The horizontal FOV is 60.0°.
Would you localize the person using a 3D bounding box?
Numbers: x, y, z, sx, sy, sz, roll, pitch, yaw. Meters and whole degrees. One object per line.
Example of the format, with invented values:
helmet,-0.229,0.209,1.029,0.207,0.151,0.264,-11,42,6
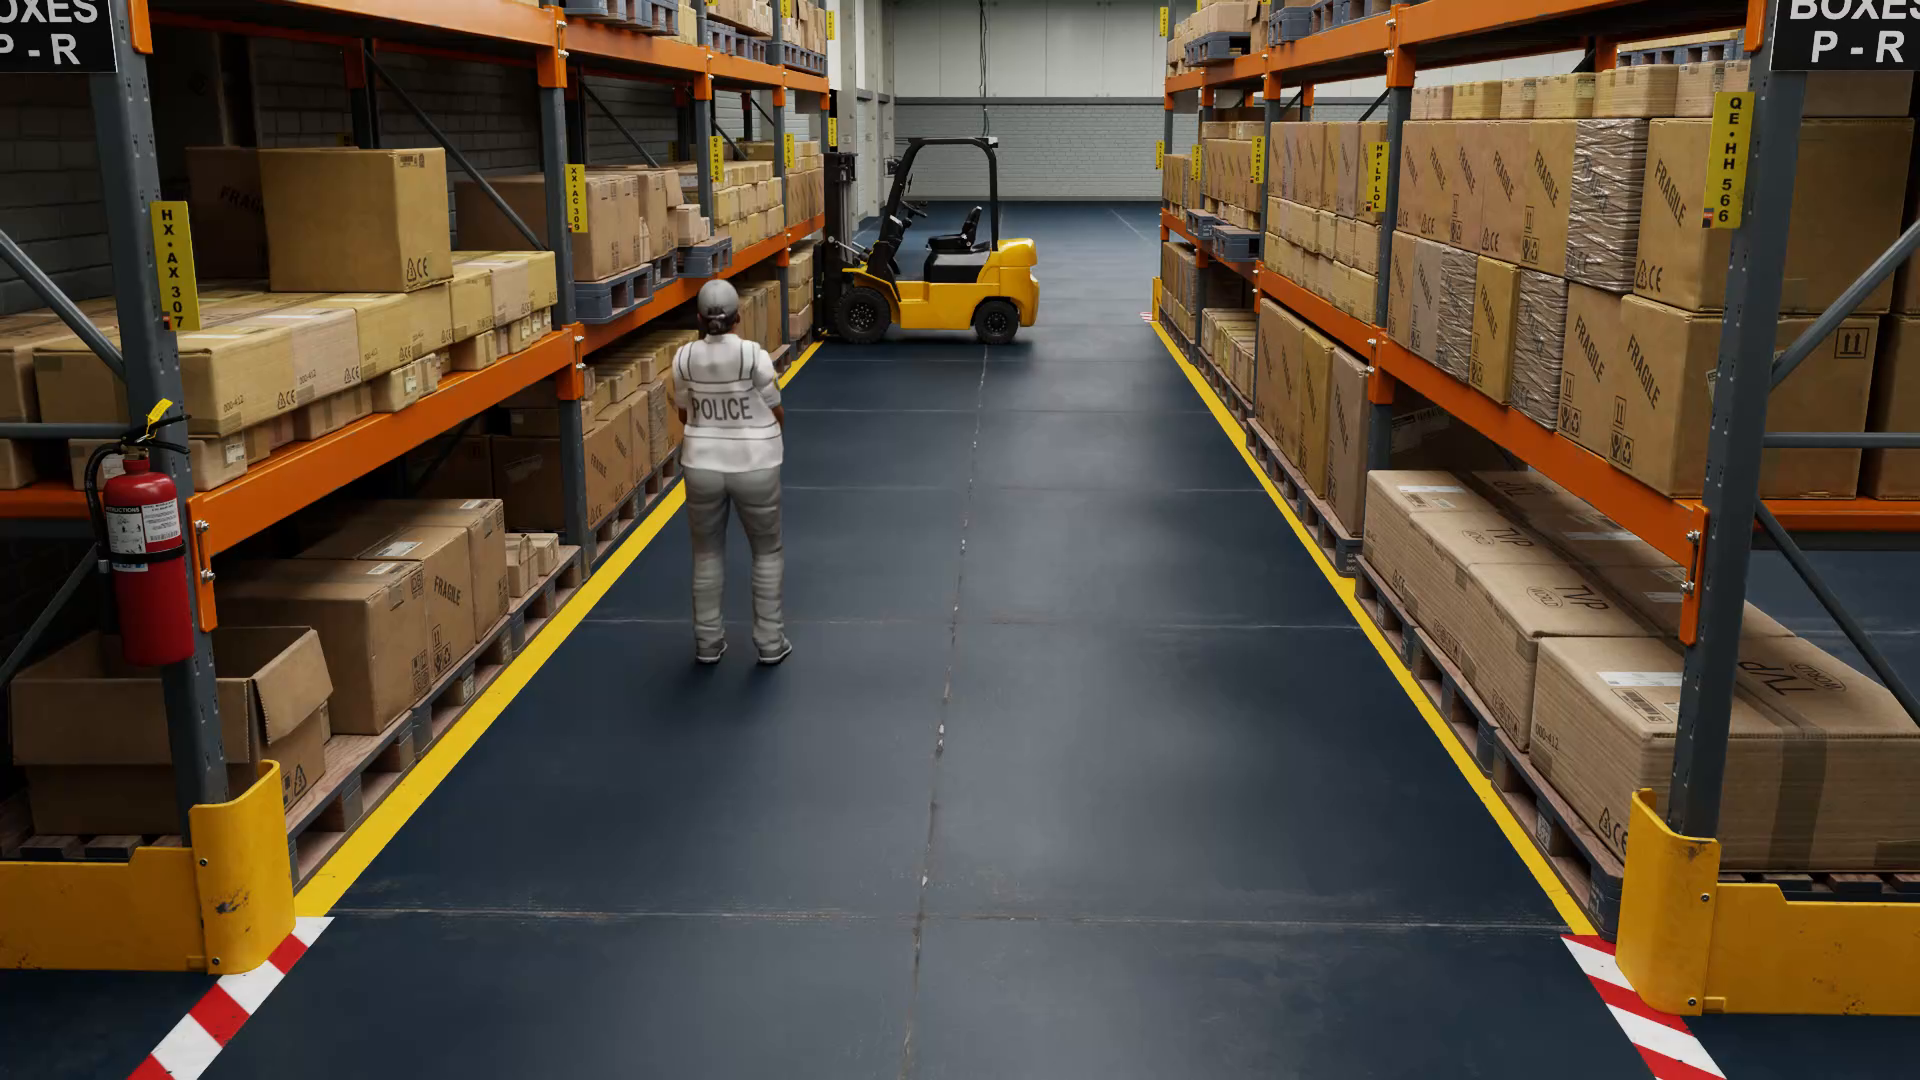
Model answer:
person,-0.975,-0.300,7.197,0.457,1.662,0.532,2,14,6
